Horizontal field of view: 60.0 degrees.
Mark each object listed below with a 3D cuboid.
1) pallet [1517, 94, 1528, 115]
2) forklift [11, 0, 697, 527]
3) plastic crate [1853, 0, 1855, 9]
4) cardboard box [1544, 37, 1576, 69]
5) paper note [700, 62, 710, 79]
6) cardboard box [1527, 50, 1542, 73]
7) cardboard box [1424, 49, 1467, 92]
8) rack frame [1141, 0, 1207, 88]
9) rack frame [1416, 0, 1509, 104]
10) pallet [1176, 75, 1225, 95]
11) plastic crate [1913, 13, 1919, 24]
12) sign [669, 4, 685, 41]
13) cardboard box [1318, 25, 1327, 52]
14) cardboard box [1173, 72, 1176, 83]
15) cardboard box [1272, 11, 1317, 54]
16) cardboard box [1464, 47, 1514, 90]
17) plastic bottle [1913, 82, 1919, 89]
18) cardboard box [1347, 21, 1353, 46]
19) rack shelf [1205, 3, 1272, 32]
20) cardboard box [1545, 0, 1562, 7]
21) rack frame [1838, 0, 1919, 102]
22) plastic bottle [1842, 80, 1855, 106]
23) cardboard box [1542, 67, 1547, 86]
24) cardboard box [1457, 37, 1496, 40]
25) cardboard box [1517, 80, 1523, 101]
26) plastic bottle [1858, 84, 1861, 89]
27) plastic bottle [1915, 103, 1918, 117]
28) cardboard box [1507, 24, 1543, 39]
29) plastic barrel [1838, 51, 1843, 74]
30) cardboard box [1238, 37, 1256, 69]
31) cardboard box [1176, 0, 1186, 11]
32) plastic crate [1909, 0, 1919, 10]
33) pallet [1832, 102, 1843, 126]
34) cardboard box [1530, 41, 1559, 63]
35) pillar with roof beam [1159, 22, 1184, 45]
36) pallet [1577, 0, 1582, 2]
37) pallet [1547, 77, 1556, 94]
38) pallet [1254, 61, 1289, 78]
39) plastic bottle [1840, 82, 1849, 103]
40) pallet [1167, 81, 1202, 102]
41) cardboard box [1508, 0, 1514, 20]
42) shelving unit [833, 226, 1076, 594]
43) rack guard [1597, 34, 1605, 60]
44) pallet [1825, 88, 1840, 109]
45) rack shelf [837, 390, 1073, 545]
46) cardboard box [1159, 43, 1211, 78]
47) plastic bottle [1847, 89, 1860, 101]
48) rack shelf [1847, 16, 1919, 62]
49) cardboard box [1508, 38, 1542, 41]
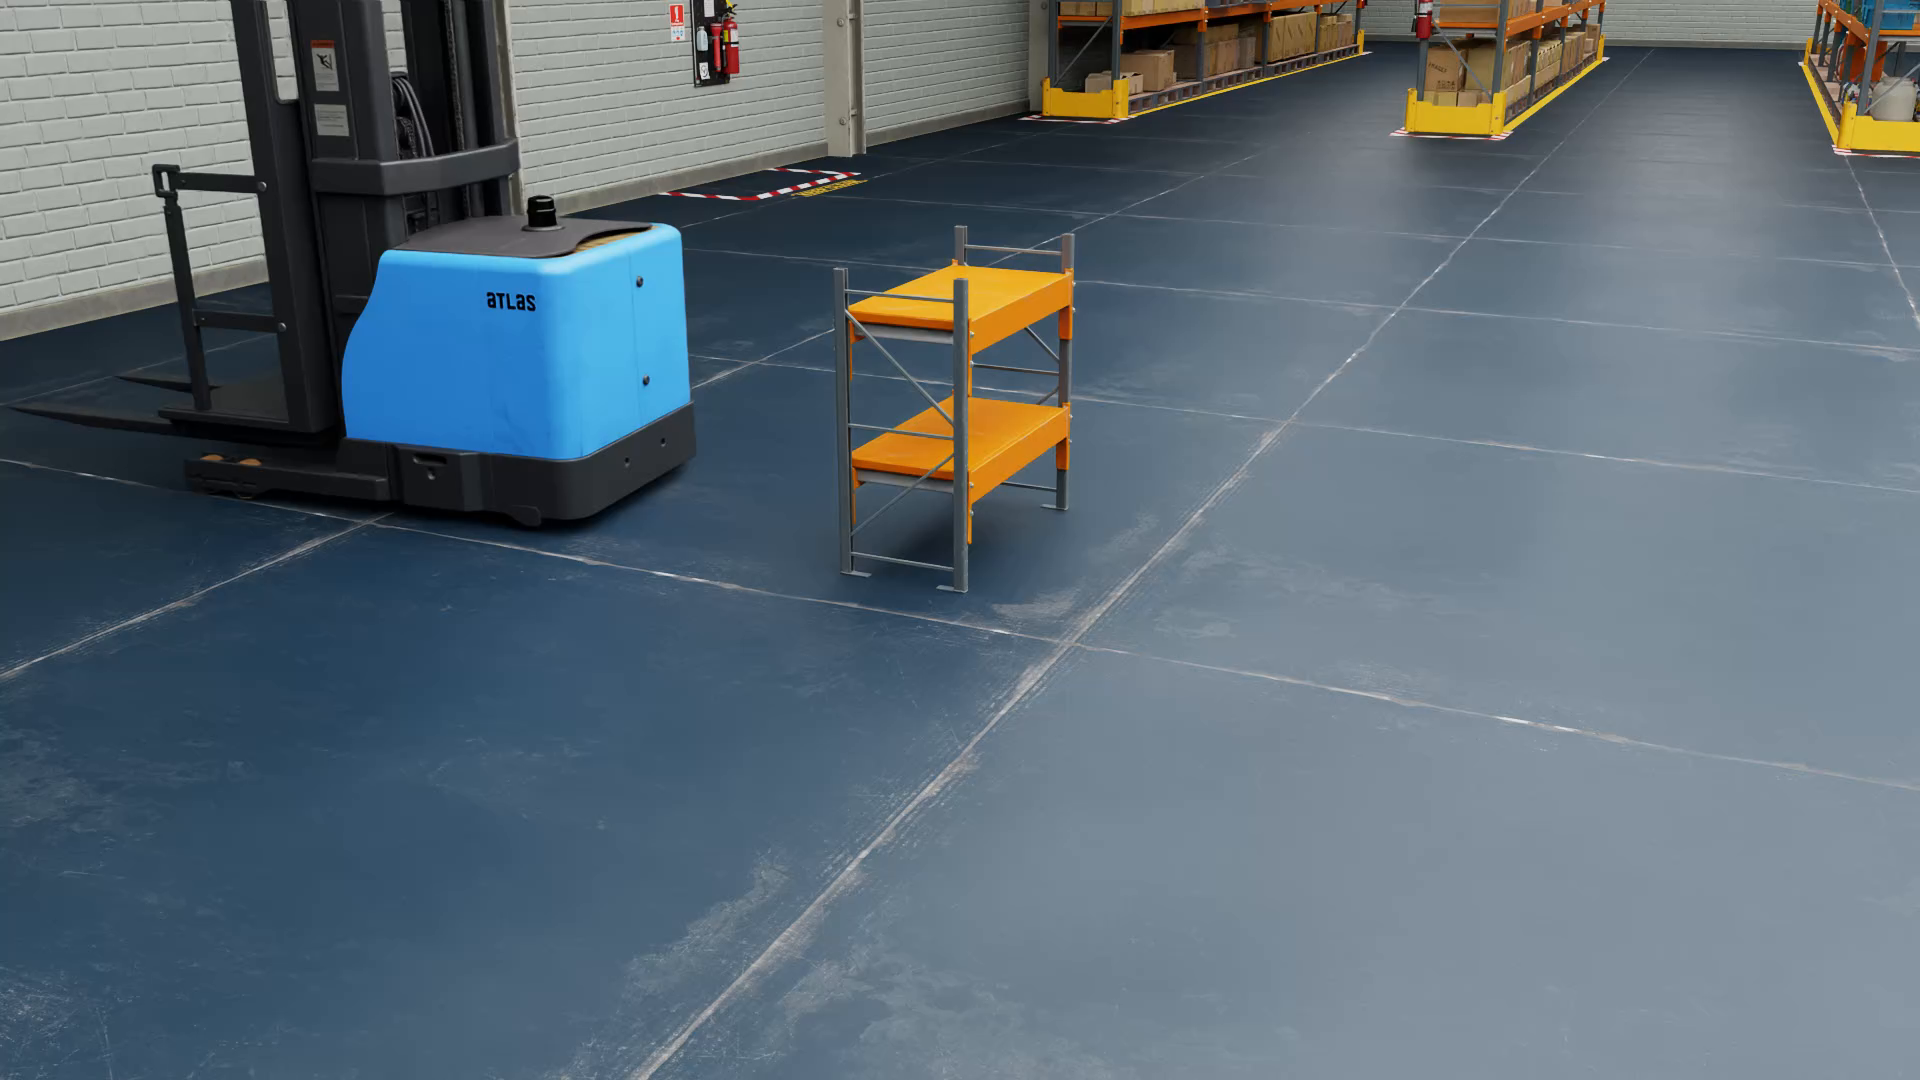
[{"bbox_3d":[7.480,-6.219,23.641,1.003,0.211,1.213,9,21,23],"label":"pallet"},{"bbox_3d":[-2.734,-1.711,6.905,3.031,2.935,1.130,7,21,18],"label":"forklift"},{"bbox_3d":[12.280,-7.309,22.450,0.402,0.464,0.583,9,21,23],"label":"plastic crate"},{"bbox_3d":[10.348,-8.436,28.787,0.500,0.500,0.500,8,21,22],"label":"cardboard box"},{"bbox_3d":[-2.457,-4.515,16.001,0.016,0.148,0.142,9,21,23],"label":"paper note"},{"bbox_3d":[8.240,-7.029,24.396,0.500,0.311,0.500,9,21,23],"label":"cardboard box"},{"bbox_3d":[6.154,-6.008,21.243,0.500,0.500,0.500,9,21,23],"label":"cardboard box"},{"bbox_3d":[3.323,-8.449,25.749,1.000,3.000,0.127,9,21,23],"label":"rack frame"},{"bbox_3d":[6.206,-6.547,20.402,1.000,3.000,0.127,9,21,23],"label":"rack frame"},{"bbox_3d":[3.640,-7.373,26.886,1.003,0.211,1.213,9,21,23],"label":"pallet"},{"bbox_3d":[11.927,-6.434,20.477,0.530,0.136,0.437,9,21,23],"label":"plastic crate"},{"bbox_3d":[-2.642,-4.836,15.538,0.001,0.329,0.234,9,21,23],"label":"sign"},{"bbox_3d":[6.998,-10.129,33.577,0.700,0.500,0.500,9,21,23],"label":"cardboard box"},{"bbox_3d":[3.131,-7.153,25.678,0.380,0.166,0.250,6,20,16],"label":"cardboard box"},{"bbox_3d":[6.451,-9.863,32.306,0.750,0.750,0.750,9,21,23],"label":"cardboard box"},{"bbox_3d":[6.831,-6.090,21.473,0.500,0.500,0.500,9,21,23],"label":"cardboard box"},{"bbox_3d":[12.149,-5.655,21.189,0.144,0.351,0.185,8,21,22],"label":"plastic bottle"},{"bbox_3d":[8.041,-10.909,35.772,0.700,0.500,0.500,9,21,23],"label":"cardboard box"},{"bbox_3d":[4.142,-8.721,27.589,1.077,0.370,4.000,9,21,23],"label":"rack shelf"},{"bbox_3d":[9.365,-8.562,26.441,0.380,0.149,0.250,9,21,23],"label":"cardboard box"},{"bbox_3d":[12.361,-7.089,21.926,1.000,3.000,0.127,9,21,23],"label":"rack frame"},{"bbox_3d":[11.575,-5.801,21.601,0.144,0.351,0.185,8,21,20],"label":"plastic bottle"},{"bbox_3d":[8.655,-7.077,25.367,0.500,0.250,0.500,8,21,21],"label":"cardboard box"},{"bbox_3d":[7.368,-6.927,23.828,0.500,0.500,0.500,9,21,23],"label":"cardboard box"},{"bbox_3d":[7.448,-6.194,22.887,0.500,0.250,0.500,9,21,23],"label":"cardboard box"},{"bbox_3d":[11.783,-5.839,21.707,0.144,0.351,0.185,9,21,23],"label":"plastic bottle"},{"bbox_3d":[11.792,-5.299,20.411,0.097,0.201,0.097,0,20,0],"label":"plastic bottle"},{"bbox_3d":[9.670,-8.712,28.443,0.500,0.250,0.500,9,22,25],"label":"cardboard box"},{"bbox_3d":[14.334,-7.675,26.658,0.421,0.512,0.421,0,20,0],"label":"plastic barrel"},{"bbox_3d":[4.713,-8.474,28.893,0.700,0.500,0.500,9,21,23],"label":"cardboard box"},{"bbox_3d":[3.002,-7.894,24.383,0.500,0.250,0.500,8,21,22],"label":"cardboard box"},{"bbox_3d":[12.156,-6.644,20.895,0.499,0.251,0.616,9,21,23],"label":"plastic crate"},{"bbox_3d":[12.048,-5.576,21.832,1.003,0.211,1.213,9,21,23],"label":"pallet"},{"bbox_3d":[9.285,-7.806,26.581,0.500,0.311,0.500,8,21,22],"label":"cardboard box"},{"bbox_3d":[7.567,-11.629,25.737,9.100,9.000,0.400,9,21,23],"label":"pillar with roof beam"},{"bbox_3d":[10.274,-9.498,28.985,1.003,0.211,1.213,9,21,23],"label":"pallet"},{"bbox_3d":[9.109,-7.433,27.054,1.003,0.211,1.213,9,21,23],"label":"pallet"},{"bbox_3d":[5.352,-8.588,30.303,1.003,0.211,1.213,9,21,23],"label":"pallet"},{"bbox_3d":[11.831,-5.974,22.205,0.097,0.271,0.097,0,20,0],"label":"plastic bottle"},{"bbox_3d":[3.080,-6.925,25.625,1.003,0.211,1.213,9,21,23],"label":"pallet"},{"bbox_3d":[6.828,-7.048,21.660,0.700,0.500,0.500,9,21,23],"label":"cardboard box"},{"bbox_3d":[0.003,-0.532,6.286,0.538,1.125,1.048,9,21,23],"label":"shelving unit"},{"bbox_3d":[12.726,-10.237,34.509,1.175,0.500,0.348,9,21,23],"label":"rack guard"},{"bbox_3d":[13.145,-6.395,24.136,1.003,0.211,1.213,9,21,23],"label":"pallet"},{"bbox_3d":[0.003,-0.302,6.368,0.538,0.278,1.000,9,21,23],"label":"rack shelf"},{"bbox_3d":[3.609,-7.706,26.733,0.700,0.500,0.500,9,22,25],"label":"cardboard box"},{"bbox_3d":[11.260,-5.528,20.944,0.152,0.276,0.135,8,21,21],"label":"plastic bottle"},{"bbox_3d":[11.542,-6.139,20.328,1.077,0.370,4.000,9,21,23],"label":"rack shelf"},{"bbox_3d":[9.650,-8.341,28.519,0.500,0.500,0.500,9,22,25],"label":"cardboard box"}]
